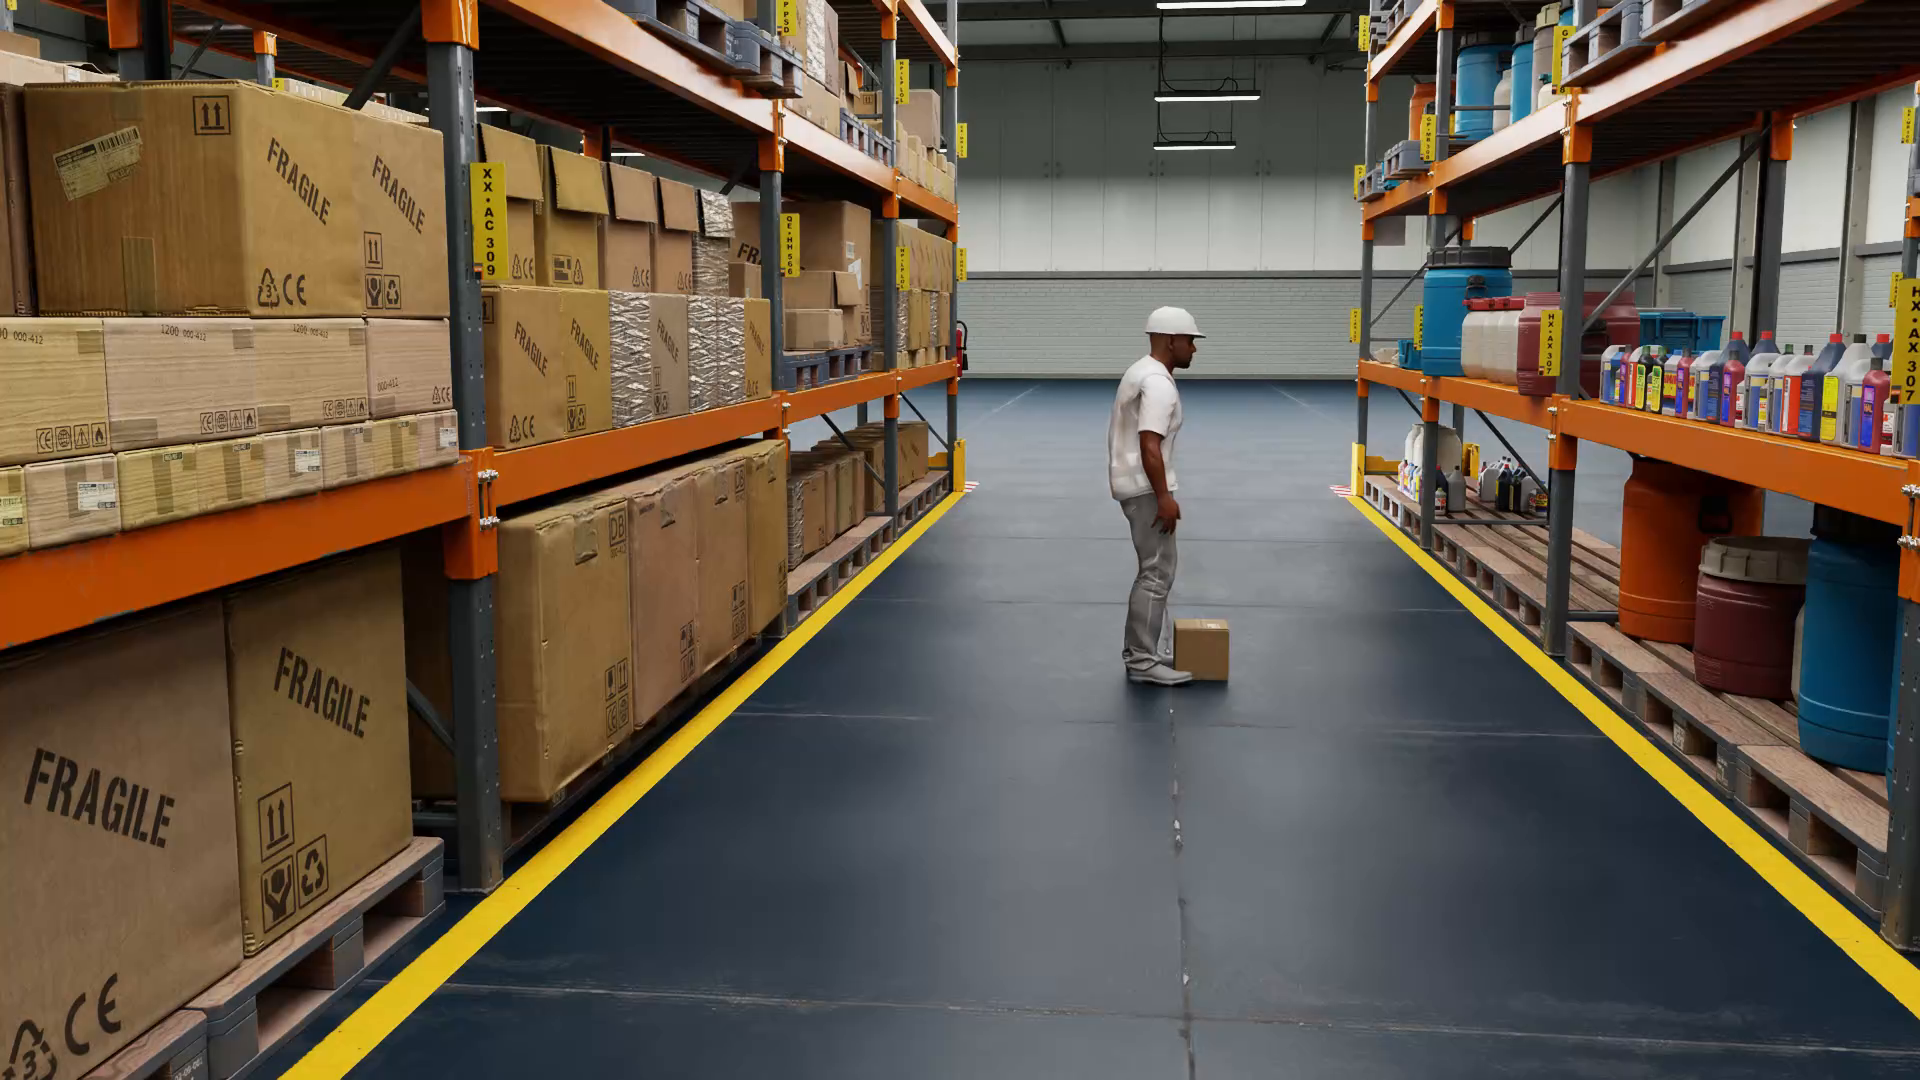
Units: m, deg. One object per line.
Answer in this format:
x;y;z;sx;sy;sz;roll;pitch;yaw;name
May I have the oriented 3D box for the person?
0.934;-0.224;7.919;0.456;1.760;0.635;0;8;3;person
